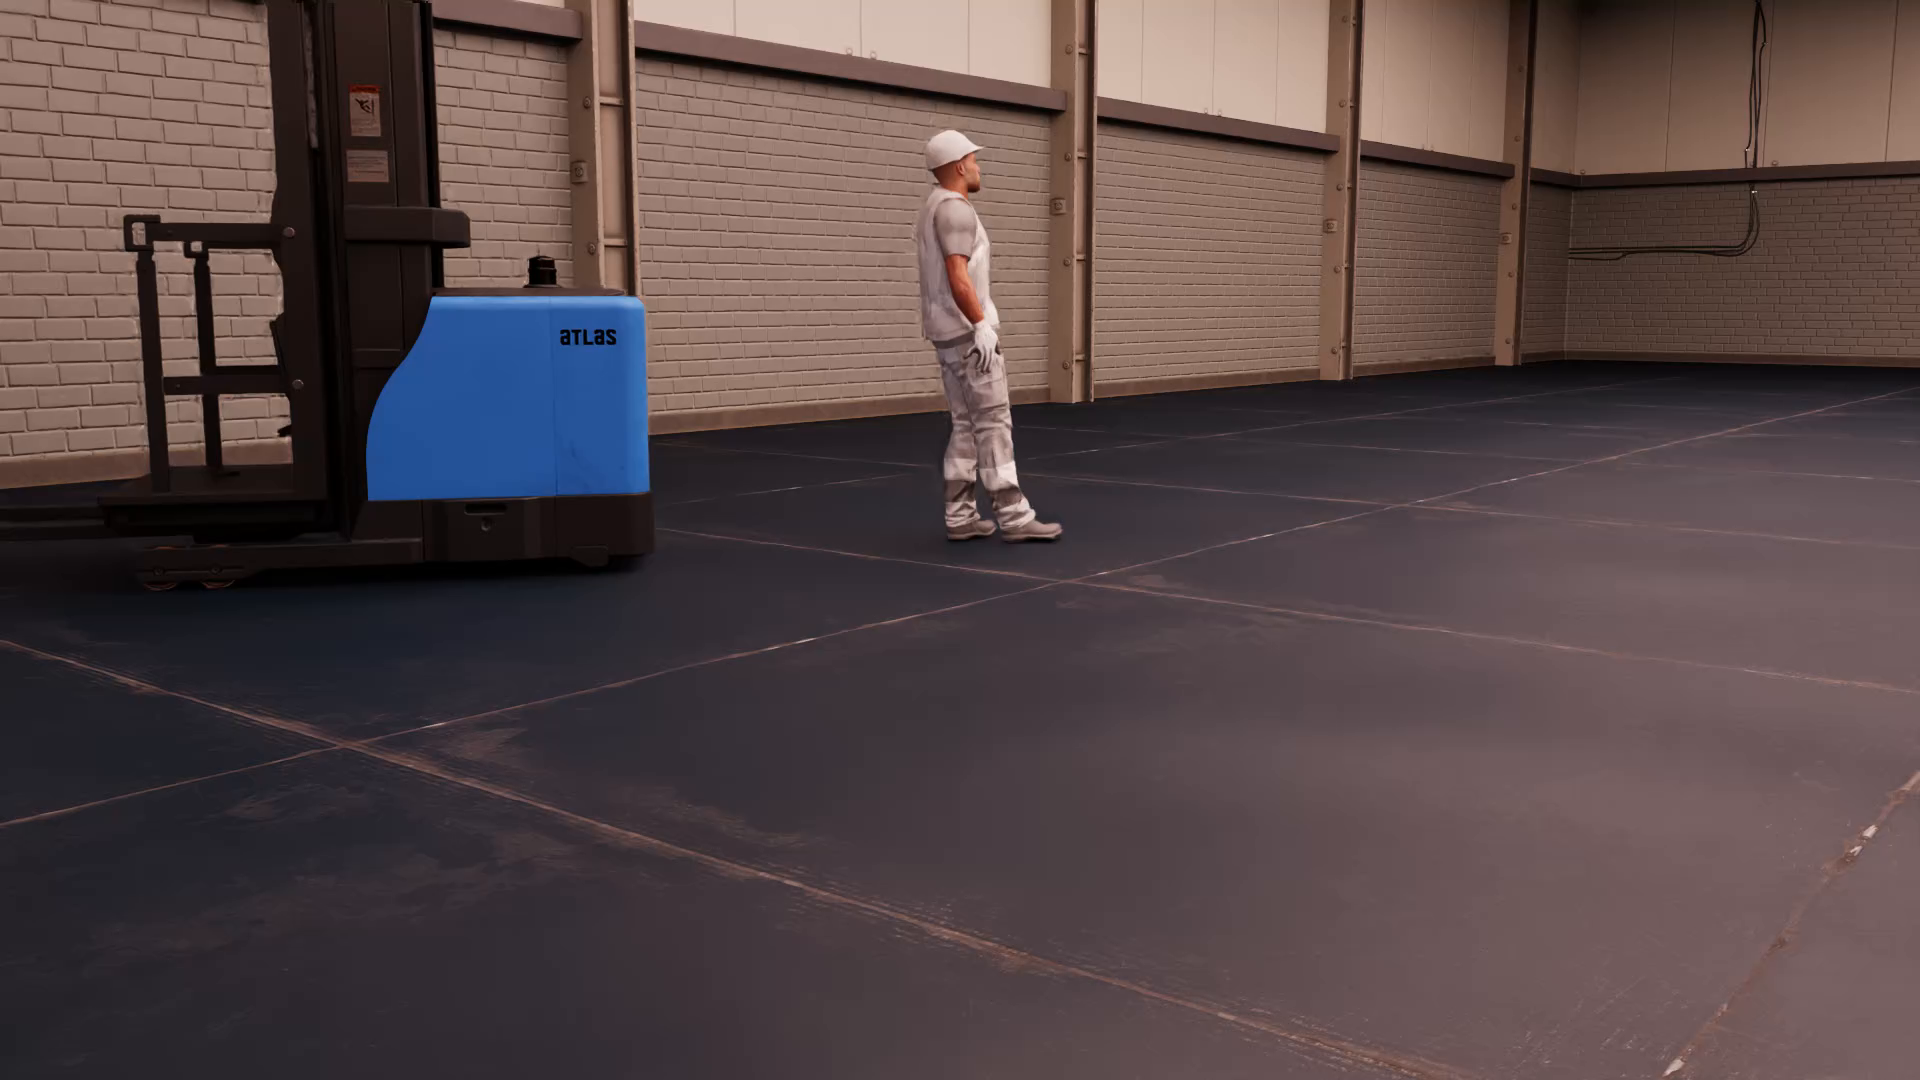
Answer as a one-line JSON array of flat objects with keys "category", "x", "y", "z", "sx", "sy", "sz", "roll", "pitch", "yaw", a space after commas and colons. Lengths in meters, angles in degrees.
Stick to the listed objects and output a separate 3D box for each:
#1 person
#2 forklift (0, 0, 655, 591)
[{"category": "person", "x": 0.133, "y": -0.888, "z": 7.317, "sx": 0.637, "sy": 1.785, "sz": 0.639, "roll": -2, "pitch": 9, "yaw": -12}, {"category": "forklift", "x": -2.789, "y": -1.346, "z": 6.482, "sx": 3.031, "sy": 2.935, "sz": 1.130, "roll": -2, "pitch": 9, "yaw": -13}]
